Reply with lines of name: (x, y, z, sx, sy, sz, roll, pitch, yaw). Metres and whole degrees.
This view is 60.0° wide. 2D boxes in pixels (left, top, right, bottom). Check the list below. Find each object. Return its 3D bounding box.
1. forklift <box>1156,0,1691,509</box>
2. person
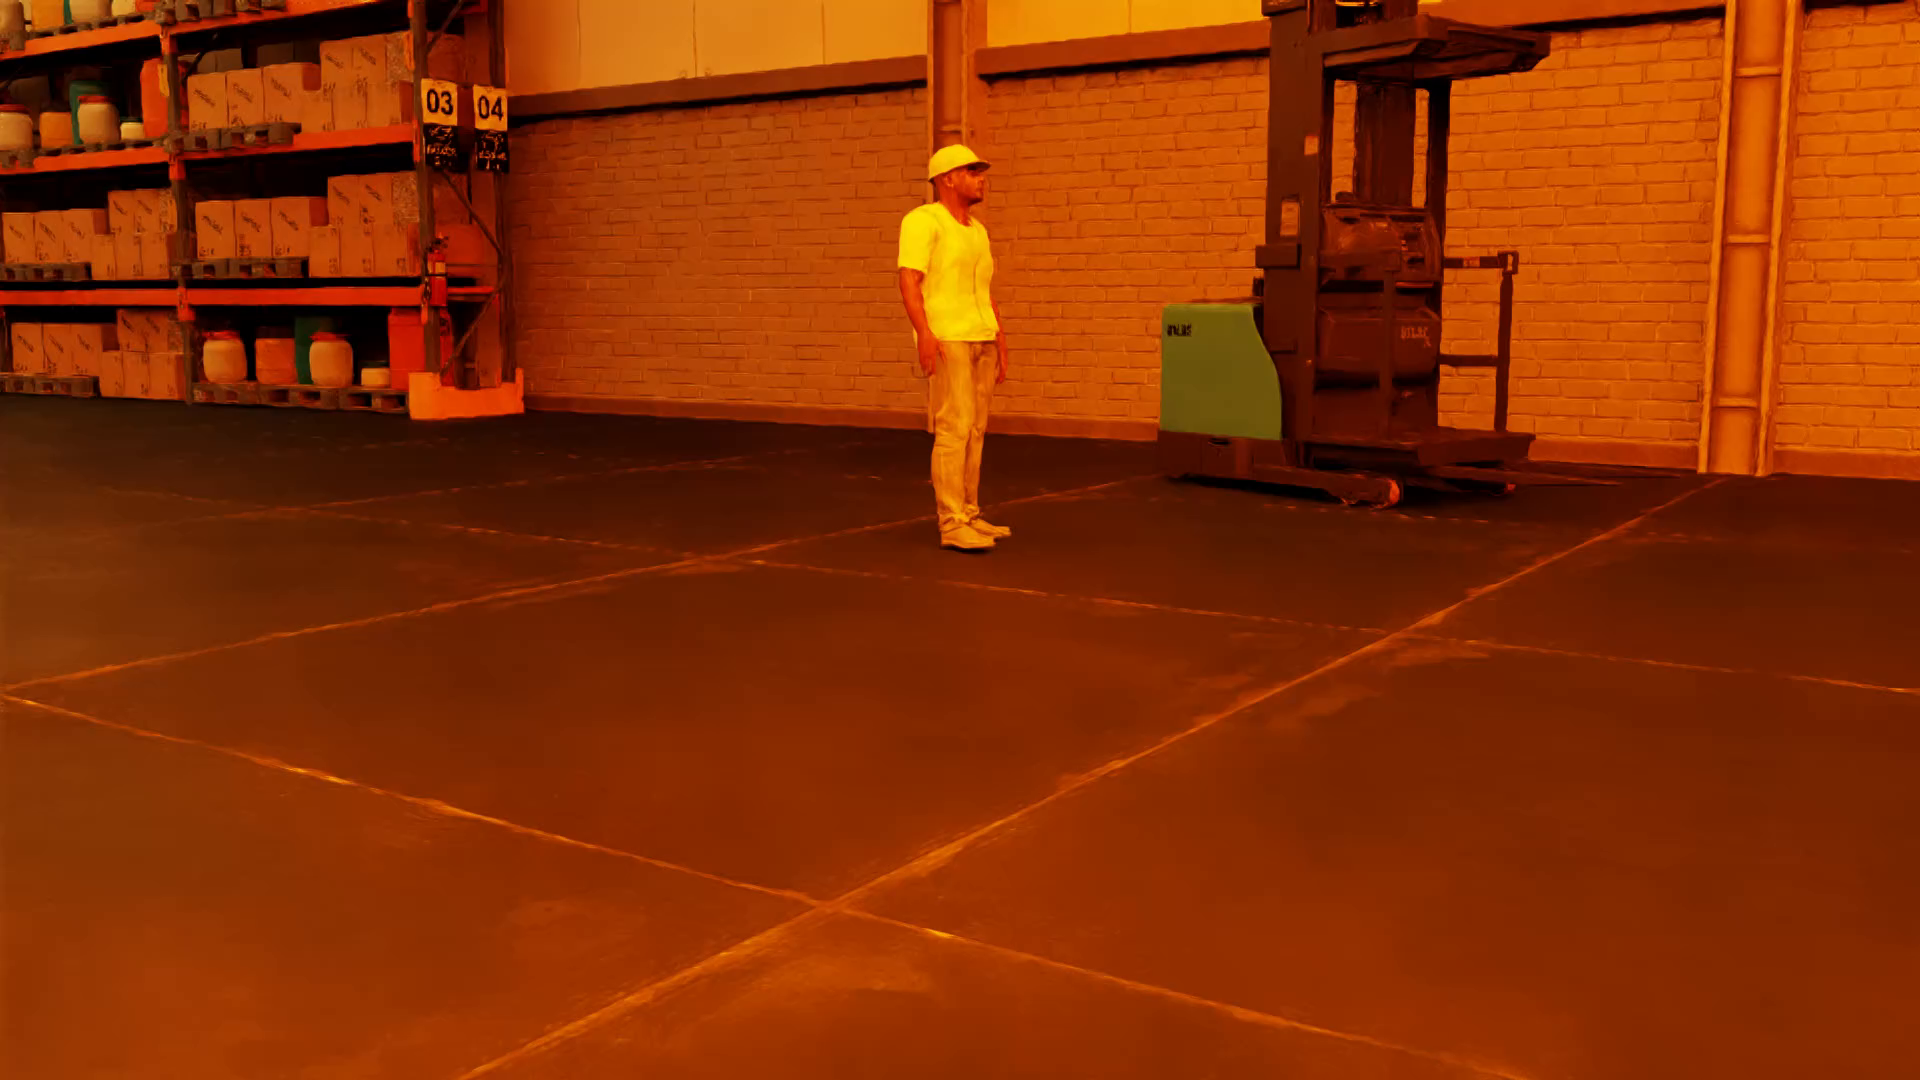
forklift: (2.476, -1.694, 9.102, 1.130, 2.935, 3.031, -6, 10, -36)
person: (0.055, -0.875, 7.435, 0.576, 1.766, 0.665, 5, 10, 34)
